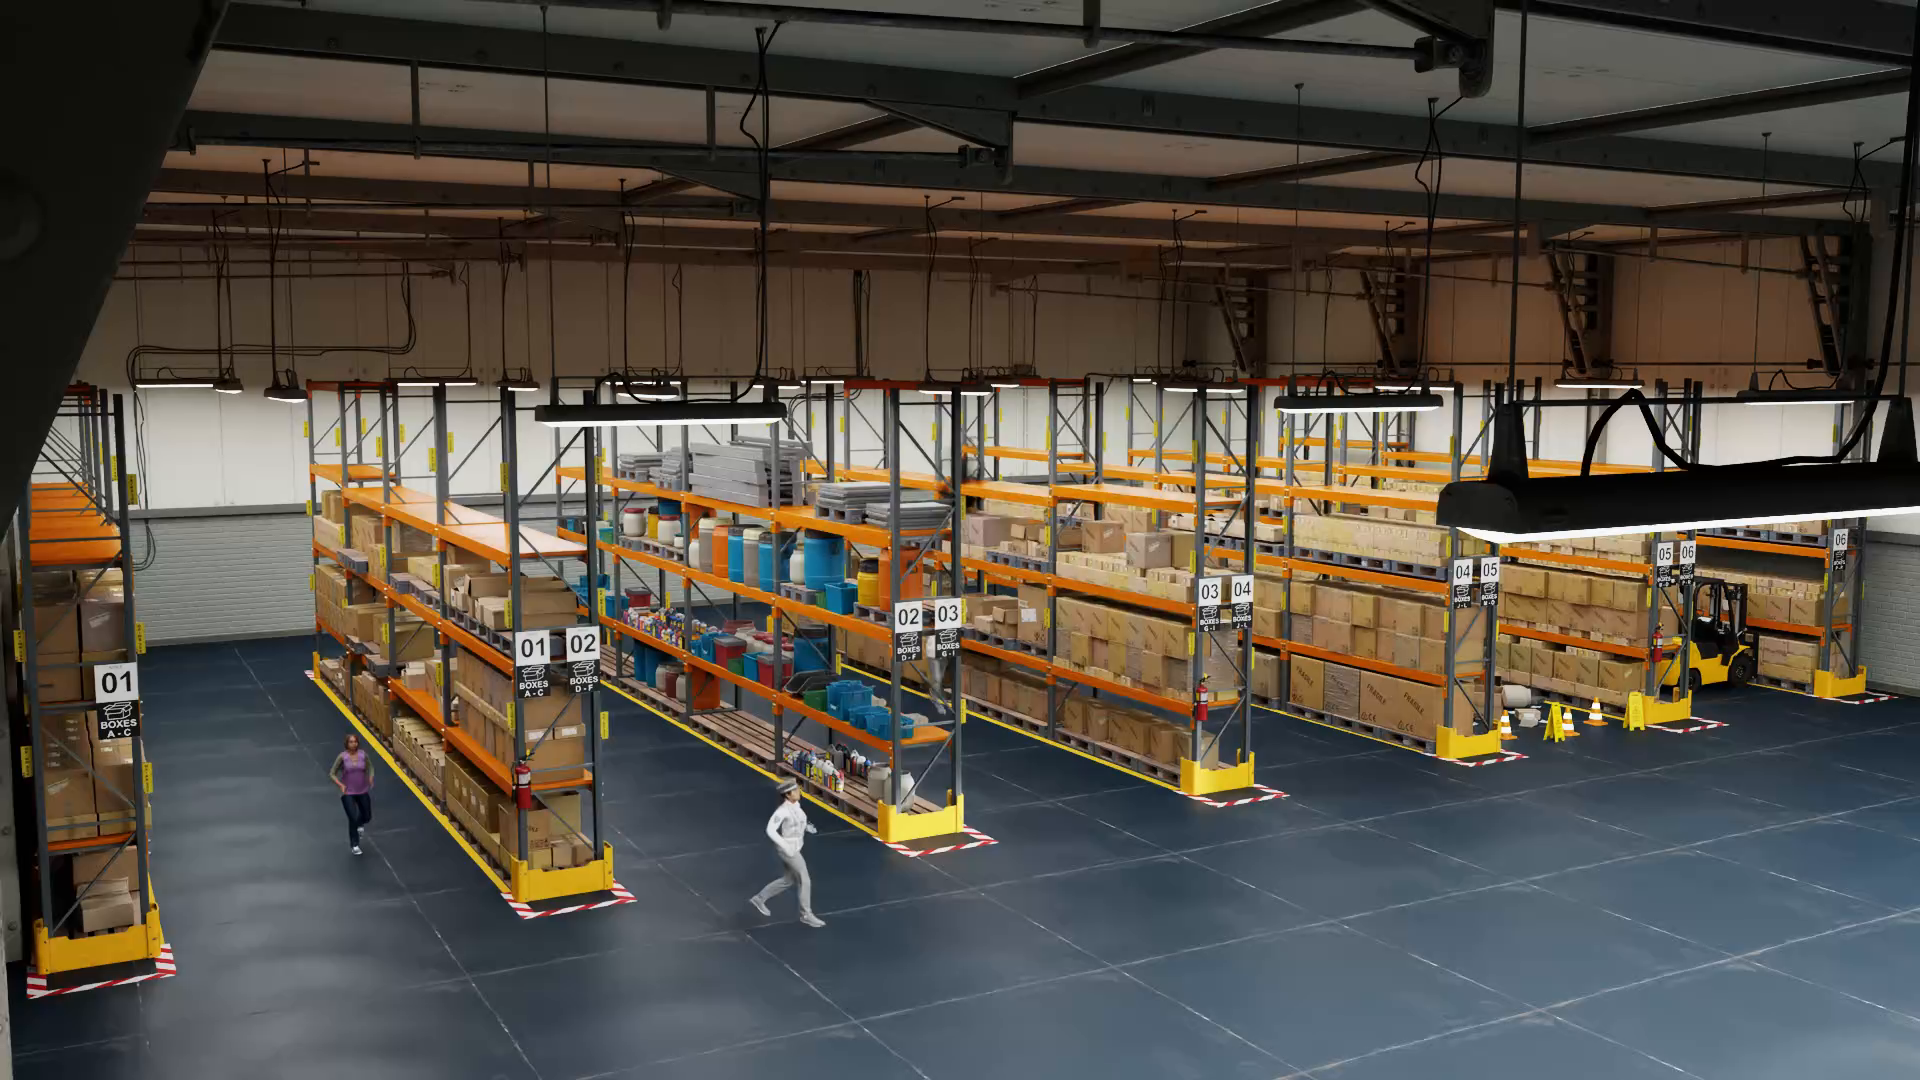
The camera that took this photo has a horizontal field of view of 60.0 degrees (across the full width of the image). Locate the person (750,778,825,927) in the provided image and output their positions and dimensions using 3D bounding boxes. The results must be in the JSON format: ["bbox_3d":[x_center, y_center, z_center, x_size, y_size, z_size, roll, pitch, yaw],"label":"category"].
[{"bbox_3d":[-1.929,3.504,18.742,0.818,1.709,0.604,0,6,4],"label":"person"}]

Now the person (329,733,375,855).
[{"bbox_3d":[-7.875,3.275,21.572,0.575,1.554,0.560,-4,7,-34],"label":"person"}]

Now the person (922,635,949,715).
[{"bbox_3d":[-0.410,2.069,28.965,0.560,1.836,0.781,-4,7,-31],"label":"person"}]
